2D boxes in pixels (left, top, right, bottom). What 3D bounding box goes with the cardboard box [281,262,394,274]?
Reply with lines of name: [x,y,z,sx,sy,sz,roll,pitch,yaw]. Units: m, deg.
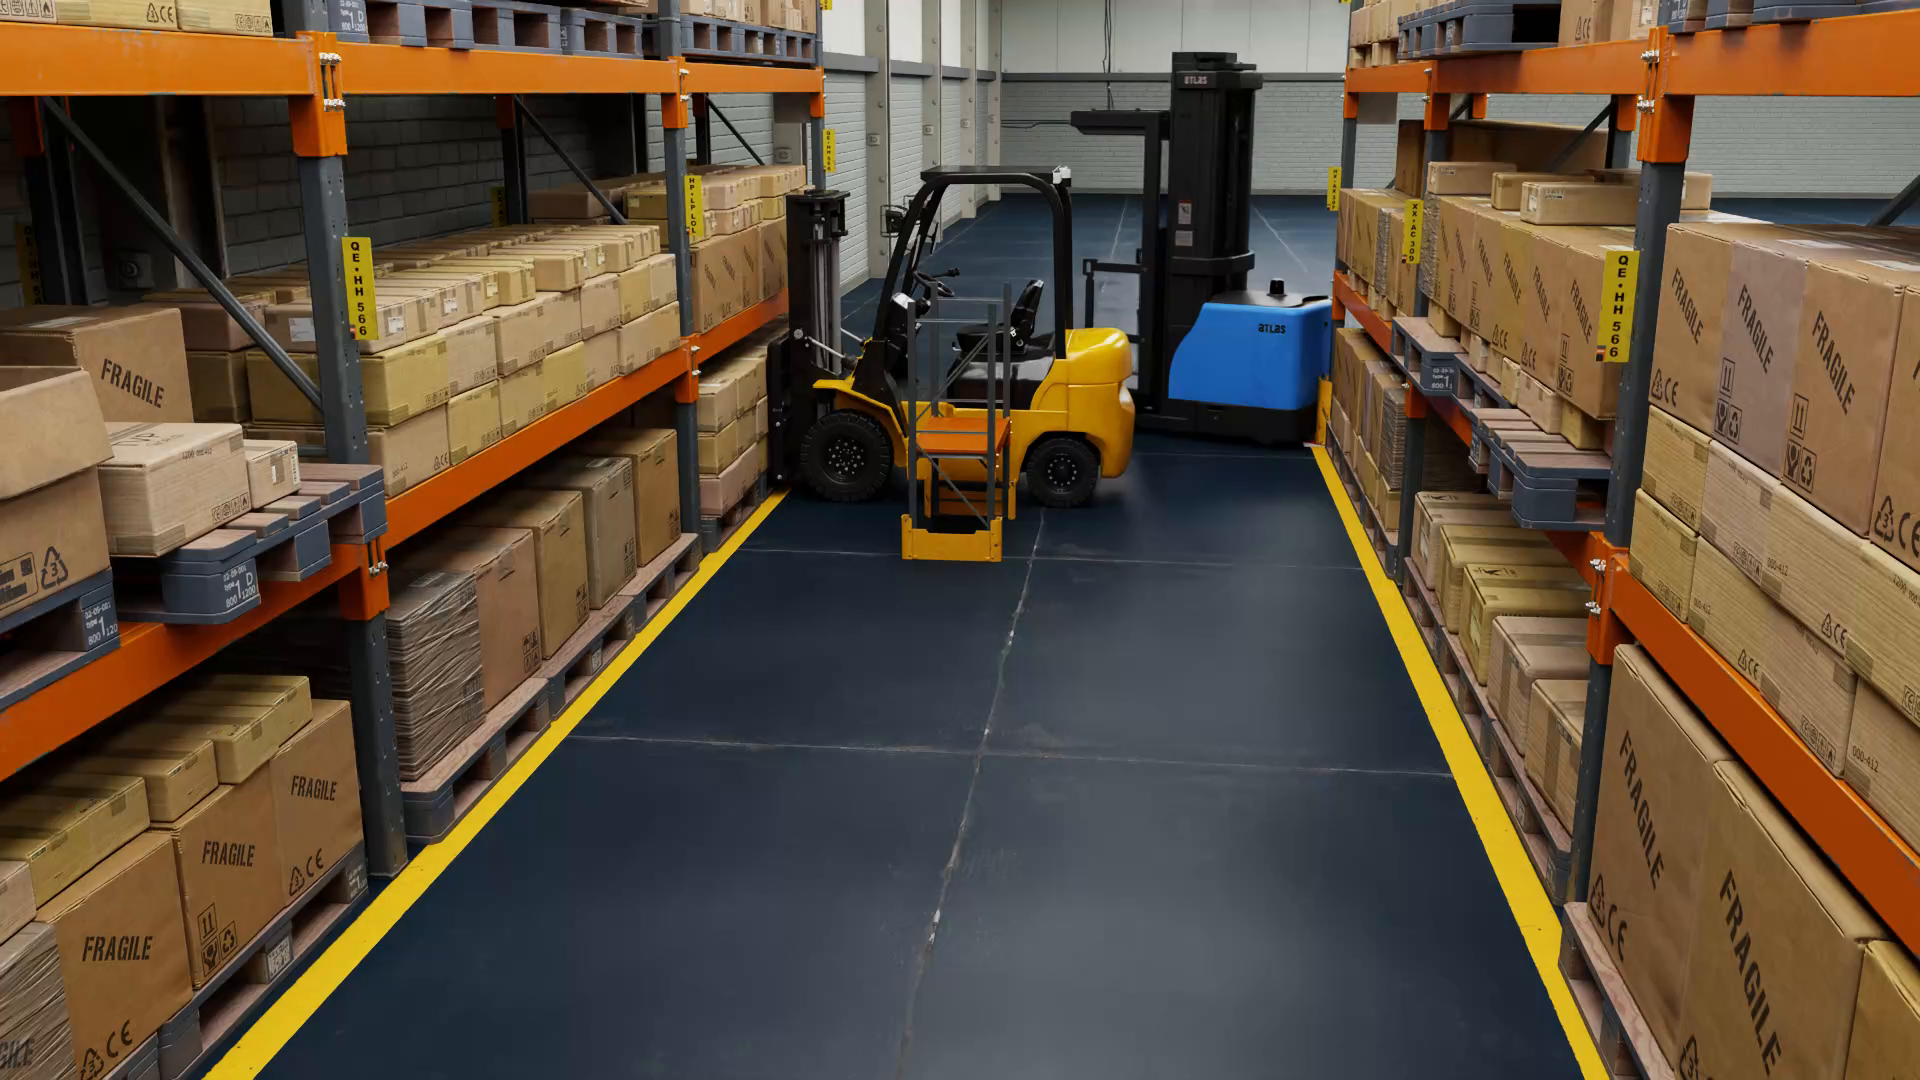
cardboard box: [-2.606,-1.082,6.982,0.380,0.149,0.250,1,15,5]

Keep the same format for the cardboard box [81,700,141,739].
cardboard box: [-2.828,0.522,5.227,0.380,0.149,0.250,2,15,9]

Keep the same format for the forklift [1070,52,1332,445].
forklift: [1.518,-2.409,13.457,3.031,2.935,1.130,9,18,30]

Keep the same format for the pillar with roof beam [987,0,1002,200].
pillar with roof beam: [5.131,-12.766,40.133,9.100,9.000,0.400,2,15,6]

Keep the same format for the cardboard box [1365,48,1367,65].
cardboard box: [3.074,-3.404,11.740,0.380,0.149,0.250,1,15,4]

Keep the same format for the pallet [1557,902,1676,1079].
pallet: [2.309,1.399,4.586,1.003,0.211,1.213,2,15,6]

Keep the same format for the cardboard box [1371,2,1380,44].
cardboard box: [2.954,-3.356,10.798,0.500,0.250,0.500,2,15,8]

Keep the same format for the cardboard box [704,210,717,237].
cardboard box: [-1.682,-1.904,10.024,0.380,0.149,0.250,2,15,6]

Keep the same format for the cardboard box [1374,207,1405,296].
cardboard box: [2.832,-1.770,10.200,0.500,0.500,0.500,2,15,8]

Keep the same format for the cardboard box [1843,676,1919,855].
cardboard box: [2.010,0.440,3.076,0.500,0.250,0.500,2,15,6]

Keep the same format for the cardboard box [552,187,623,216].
cardboard box: [-2.203,-1.993,9.782,0.380,0.149,0.250,1,15,5]

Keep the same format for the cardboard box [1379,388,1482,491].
cardboard box: [2.724,-0.586,9.609,0.500,0.500,0.500,1,15,5]

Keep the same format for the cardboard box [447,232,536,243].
cardboard box: [-2.373,-1.476,8.441,0.380,0.149,0.250,2,15,6]

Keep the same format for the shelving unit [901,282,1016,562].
shelving unit: [0.009,-0.744,10.039,0.587,1.500,1.083,2,15,6]

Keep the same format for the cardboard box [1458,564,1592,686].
cardboard box: [2.713,0.382,7.234,0.950,0.372,0.625,2,15,8]

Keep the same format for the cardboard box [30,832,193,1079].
cardboard box: [-2.417,1.090,4.368,0.500,0.500,0.500,2,15,9]

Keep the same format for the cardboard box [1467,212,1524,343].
cardboard box: [2.413,-1.077,6.834,0.500,0.500,0.500,1,15,4]

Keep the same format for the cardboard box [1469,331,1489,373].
cardboard box: [2.373,-0.797,7.041,0.380,0.149,0.250,2,15,8]

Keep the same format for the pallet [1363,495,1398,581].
pallet: [2.965,-0.016,9.818,1.003,0.211,1.213,2,15,6]

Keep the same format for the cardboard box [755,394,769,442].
cardboard box: [-1.524,-0.826,10.977,0.500,0.250,0.500,2,15,6]

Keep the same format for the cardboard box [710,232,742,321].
cardboard box: [-1.657,-1.624,10.229,0.500,0.500,0.500,2,15,7]

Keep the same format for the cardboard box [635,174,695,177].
cardboard box: [-2.010,-2.394,11.264,0.380,0.149,0.250,2,15,7]

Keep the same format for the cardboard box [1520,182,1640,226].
cardboard box: [2.377,-1.290,6.378,0.380,0.149,0.250,1,15,4]

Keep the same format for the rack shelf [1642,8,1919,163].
rack shelf: [2.247,-0.732,2.754,1.077,0.370,4.000,2,15,6]

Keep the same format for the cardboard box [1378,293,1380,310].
cardboard box: [2.827,-1.487,10.397,0.380,0.149,0.250,1,15,5]

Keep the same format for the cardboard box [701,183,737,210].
cardboard box: [-1.587,-2.112,10.222,0.380,0.149,0.250,2,15,8]

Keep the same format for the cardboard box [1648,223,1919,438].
cardboard box: [2.174,-0.560,4.380,0.500,0.500,0.500,1,15,4]

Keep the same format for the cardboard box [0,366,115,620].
cardboard box: [-2.460,-0.119,3.853,0.797,0.503,0.637,1,15,5]

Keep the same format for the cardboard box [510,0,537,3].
cardboard box: [-2.208,-2.627,7.870,0.380,0.149,0.250,2,15,6]

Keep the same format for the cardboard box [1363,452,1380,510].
cardboard box: [2.774,-0.362,10.219,0.500,0.250,0.500,1,15,5]

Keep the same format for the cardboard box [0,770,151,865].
cardboard box: [-2.412,0.737,4.431,0.380,0.149,0.250,2,15,8]

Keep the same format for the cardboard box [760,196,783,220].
cardboard box: [-1.438,-2.300,11.486,0.380,0.149,0.250,2,15,7]

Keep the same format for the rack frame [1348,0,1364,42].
rack frame: [3.375,-5.121,11.860,1.000,3.000,0.127,2,15,6]

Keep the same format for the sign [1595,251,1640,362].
sign: [1.932,-0.684,4.879,0.100,0.325,0.005,2,15,6]

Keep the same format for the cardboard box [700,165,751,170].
cardboard box: [-1.807,-2.794,12.745,0.380,0.149,0.250,1,15,5]

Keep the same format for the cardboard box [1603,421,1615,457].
cardboard box: [2.276,-0.323,5.288,0.380,0.149,0.250,2,15,8]

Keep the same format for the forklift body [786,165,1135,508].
forklift body: [0.042,-1.415,11.273,2.313,2.155,1.214,2,15,6]

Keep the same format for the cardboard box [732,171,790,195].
cardboard box: [-1.409,-2.509,11.690,0.380,0.149,0.250,2,15,8]

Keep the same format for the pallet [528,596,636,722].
pallet: [-2.188,0.523,7.823,1.003,0.211,1.213,2,15,6]

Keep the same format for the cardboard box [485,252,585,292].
cardboard box: [-1.894,-1.195,7.402,0.380,0.149,0.250,1,15,5]

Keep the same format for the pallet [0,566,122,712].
pallet: [-2.675,0.302,3.666,1.003,0.211,1.213,2,15,6]

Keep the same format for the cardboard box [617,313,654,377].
cardboard box: [-1.857,-0.991,8.368,0.500,0.250,0.500,2,15,6]

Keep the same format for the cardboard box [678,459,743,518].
cardboard box: [-1.625,-0.324,10.075,0.500,0.250,0.500,2,15,7]

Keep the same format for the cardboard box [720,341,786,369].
cardboard box: [-1.463,-1.204,11.417,0.500,0.250,0.500,1,15,5]

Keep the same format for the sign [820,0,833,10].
sign: [-1.020,-4.188,12.611,0.100,0.325,0.005,2,15,6]

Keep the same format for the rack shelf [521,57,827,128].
rack shelf: [-1.783,-2.952,10.964,1.077,0.370,4.000,2,15,6]

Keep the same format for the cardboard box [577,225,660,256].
cardboard box: [-1.826,-1.599,8.894,0.380,0.149,0.250,2,15,8]

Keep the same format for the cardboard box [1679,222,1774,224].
cardboard box: [2.858,-0.928,6.280,0.500,0.500,0.500,2,15,7]

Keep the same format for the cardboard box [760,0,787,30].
cardboard box: [-1.580,-3.732,11.285,0.700,0.500,0.500,2,15,7]

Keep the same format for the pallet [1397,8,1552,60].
pallet: [2.748,-2.388,7.859,1.213,0.211,1.003,2,15,6]

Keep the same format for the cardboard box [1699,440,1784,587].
cardboard box: [2.111,-0.061,3.969,0.500,0.250,0.500,2,15,8]

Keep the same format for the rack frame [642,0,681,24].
rack frame: [-2.009,-4.228,8.560,1.000,3.000,0.127,2,15,6]

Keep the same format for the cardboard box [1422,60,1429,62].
cardboard box: [2.656,-2.605,8.784,0.380,0.149,0.250,2,15,7]

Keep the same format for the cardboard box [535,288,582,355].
cardboard box: [-2.000,-0.970,7.333,0.500,0.250,0.500,2,15,7]

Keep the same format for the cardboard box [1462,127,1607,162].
cardboard box: [3.268,-2.101,9.510,0.700,0.500,0.500,2,15,7]

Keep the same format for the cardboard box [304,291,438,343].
cardboard box: [-2.102,-0.800,5.939,0.380,0.149,0.250,2,15,7]

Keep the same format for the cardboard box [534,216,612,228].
cardboard box: [-2.227,-1.785,9.582,0.380,0.149,0.250,2,15,6]

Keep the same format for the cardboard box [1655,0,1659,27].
cardboard box: [2.299,-1.564,4.936,0.380,0.149,0.250,2,15,6]
